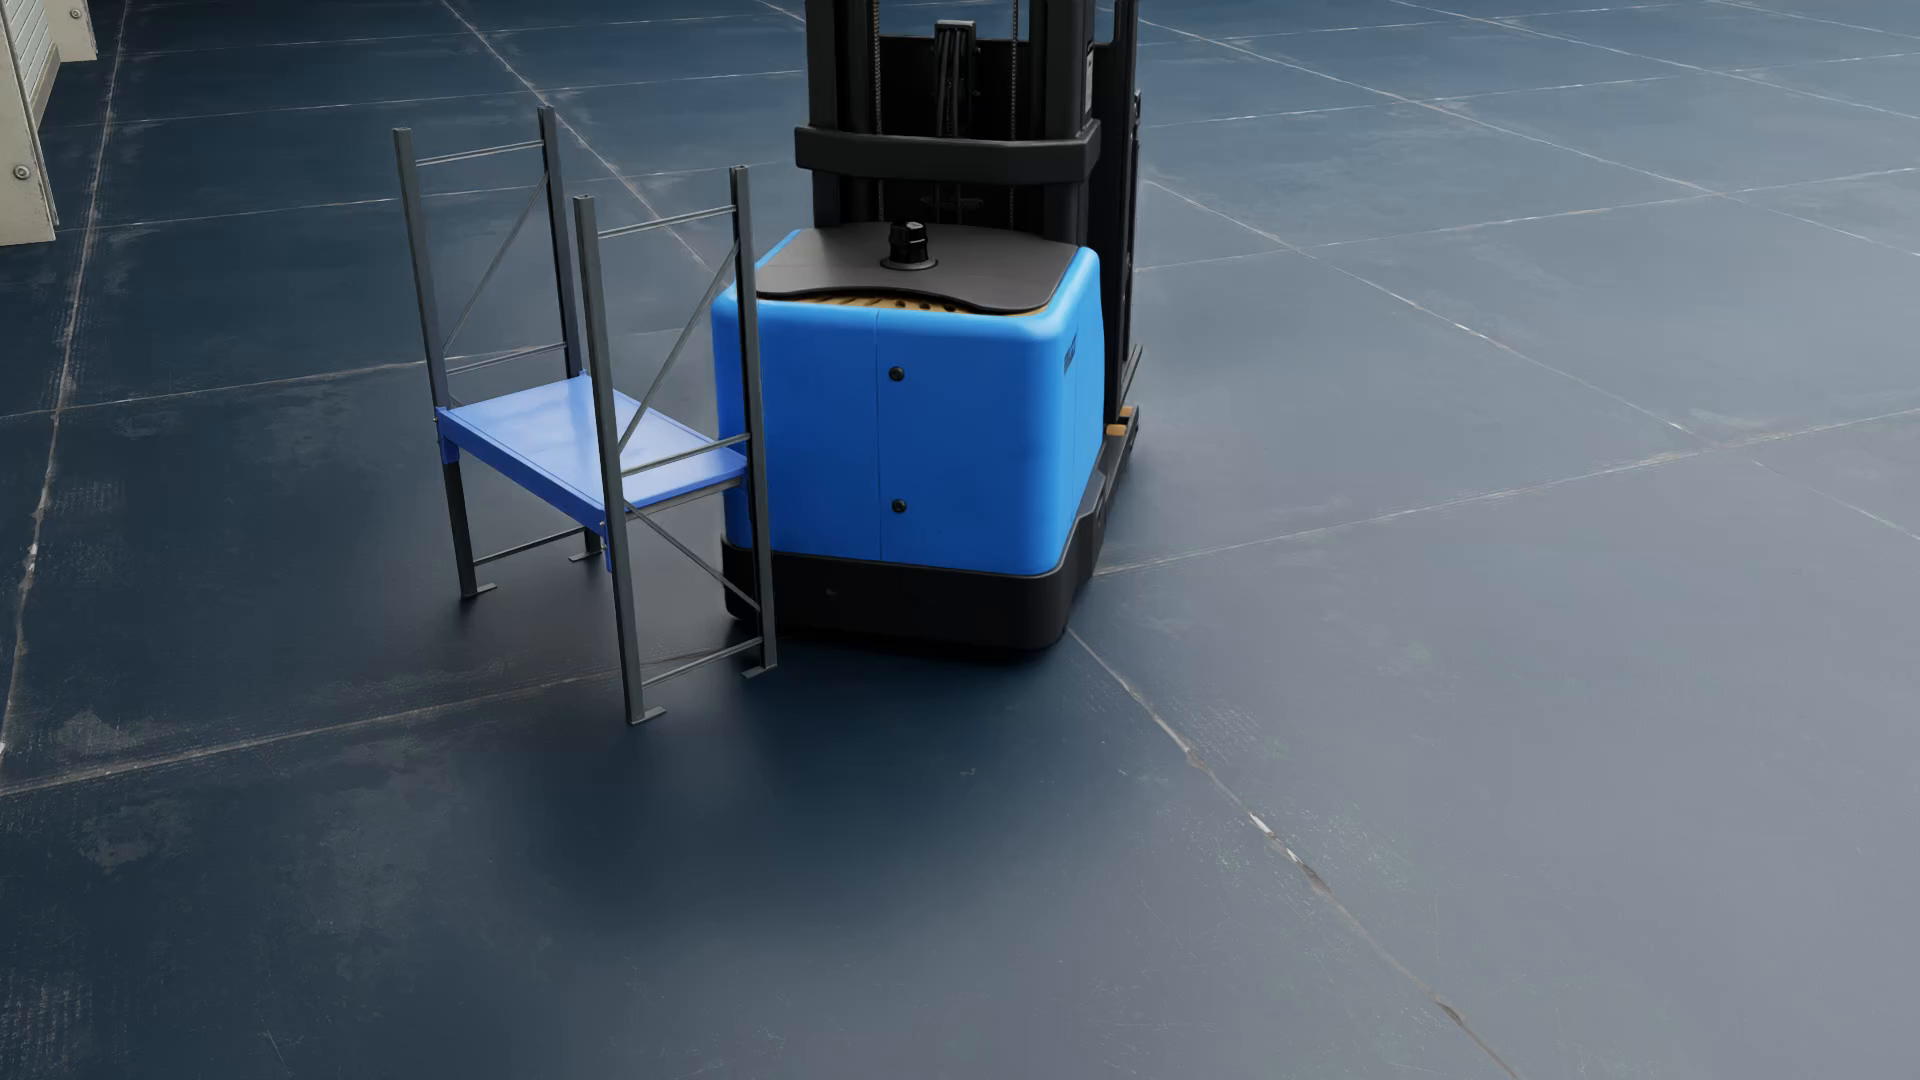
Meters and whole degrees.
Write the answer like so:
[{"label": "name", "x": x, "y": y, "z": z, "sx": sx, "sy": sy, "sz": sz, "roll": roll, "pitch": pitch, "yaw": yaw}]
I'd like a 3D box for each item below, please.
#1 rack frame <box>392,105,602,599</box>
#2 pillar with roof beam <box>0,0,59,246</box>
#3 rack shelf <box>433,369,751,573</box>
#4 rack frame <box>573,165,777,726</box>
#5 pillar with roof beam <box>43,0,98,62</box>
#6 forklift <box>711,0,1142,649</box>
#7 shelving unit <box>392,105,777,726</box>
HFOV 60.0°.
[{"label": "rack frame", "x": -1.416, "y": -0.562, "z": 5.191, "sx": 0.500, "sy": 1.500, "sz": 0.032, "roll": -21, "pitch": 33, "yaw": -36}, {"label": "pillar with roof beam", "x": -1.219, "y": -6.479, "z": 8.762, "sx": 9.100, "sy": 9.000, "sz": 0.400, "roll": -11, "pitch": 28, "yaw": -21}, {"label": "rack shelf", "x": -1.080, "y": -0.233, "z": 4.928, "sx": 0.538, "sy": 0.185, "sz": 1.000, "roll": -21, "pitch": 33, "yaw": -36}, {"label": "rack frame", "x": -0.744, "y": -0.227, "z": 4.506, "sx": 0.500, "sy": 1.500, "sz": 0.032, "roll": -21, "pitch": 33, "yaw": -36}, {"label": "pillar with roof beam", "x": -3.569, "y": -8.901, "z": 13.723, "sx": 9.100, "sy": 9.000, "sz": 0.400, "roll": -11, "pitch": 28, "yaw": -21}, {"label": "forklift", "x": 0.085, "y": -1.617, "z": 5.721, "sx": 1.130, "sy": 2.935, "sz": 3.031, "roll": 5, "pitch": 27, "yaw": 11}, {"label": "shelving unit", "x": -1.080, "y": -0.395, "z": 4.849, "sx": 0.538, "sy": 1.500, "sz": 1.048, "roll": -21, "pitch": 33, "yaw": -36}]
